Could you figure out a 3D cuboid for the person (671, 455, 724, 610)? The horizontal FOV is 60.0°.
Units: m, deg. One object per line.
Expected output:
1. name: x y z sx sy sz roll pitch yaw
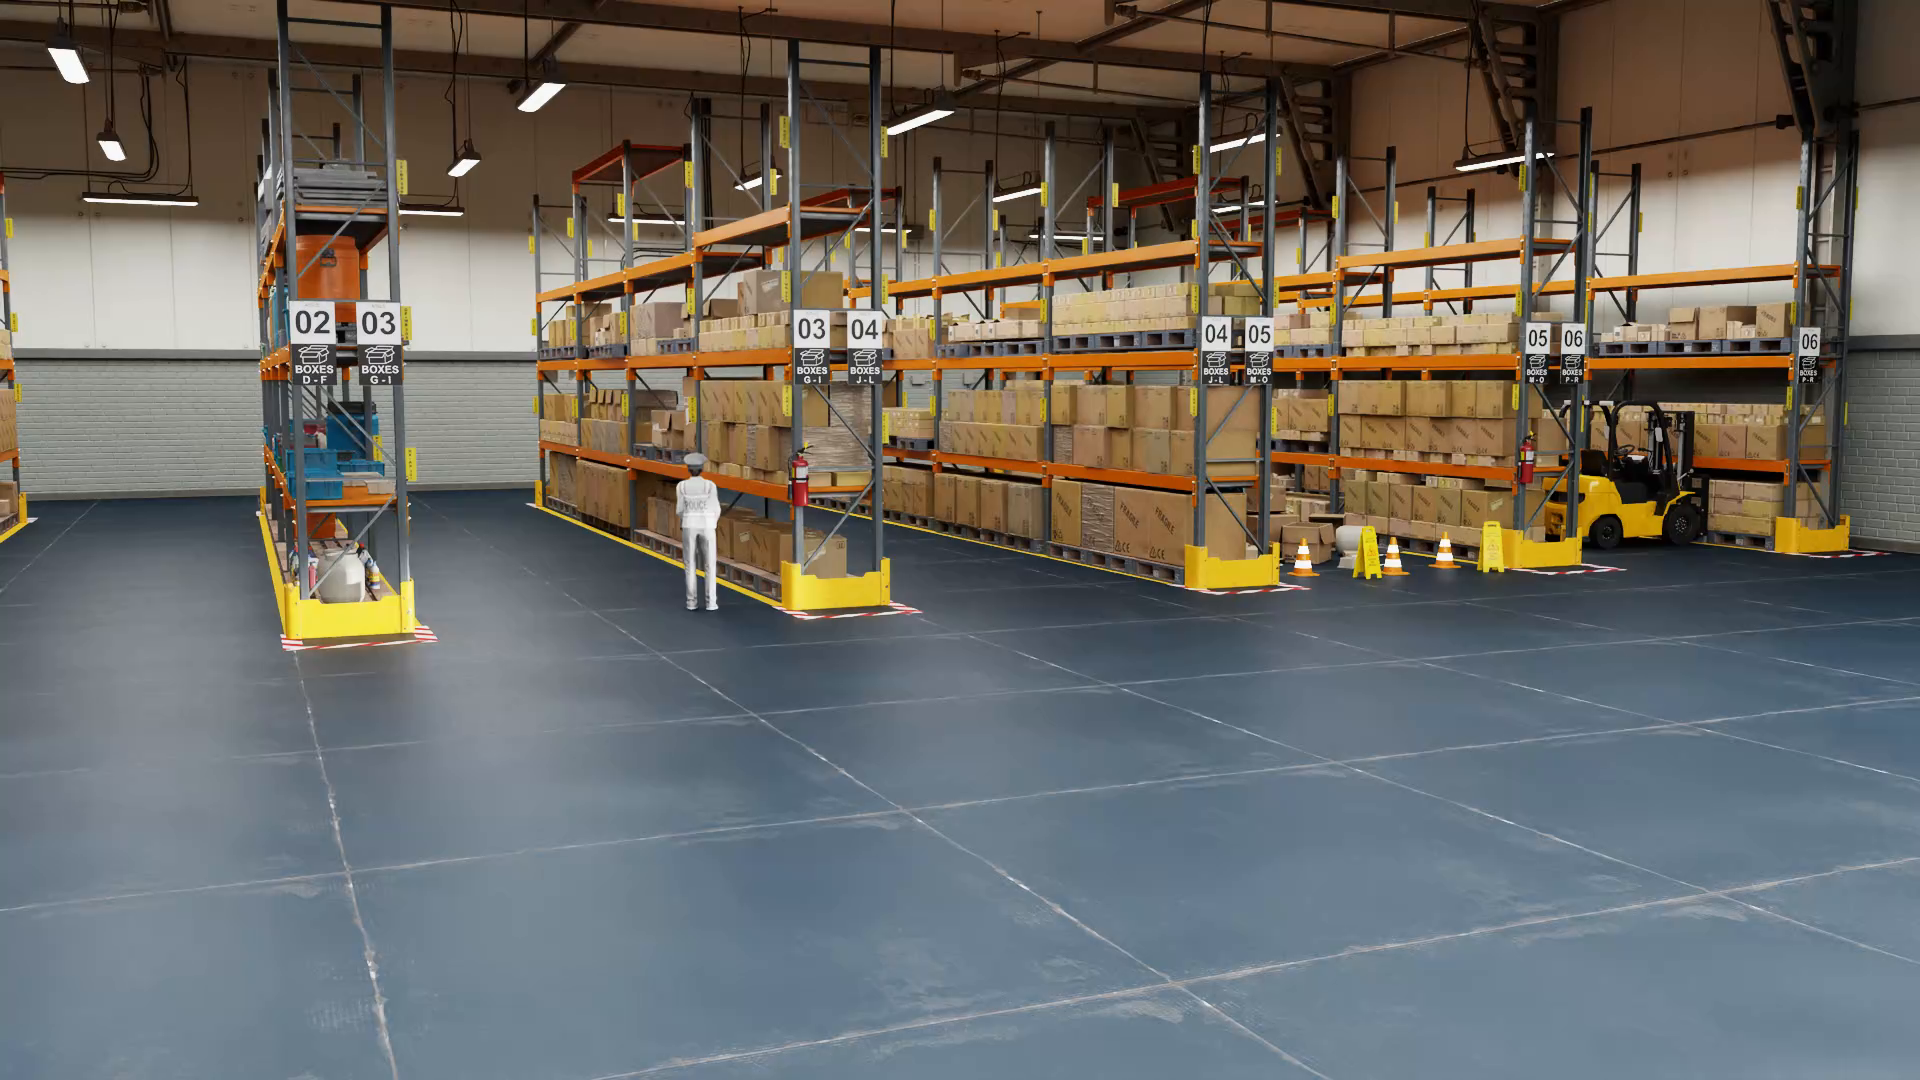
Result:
1. person: -2.812 -0.077 17.795 0.537 1.661 0.415 -1 6 -6
